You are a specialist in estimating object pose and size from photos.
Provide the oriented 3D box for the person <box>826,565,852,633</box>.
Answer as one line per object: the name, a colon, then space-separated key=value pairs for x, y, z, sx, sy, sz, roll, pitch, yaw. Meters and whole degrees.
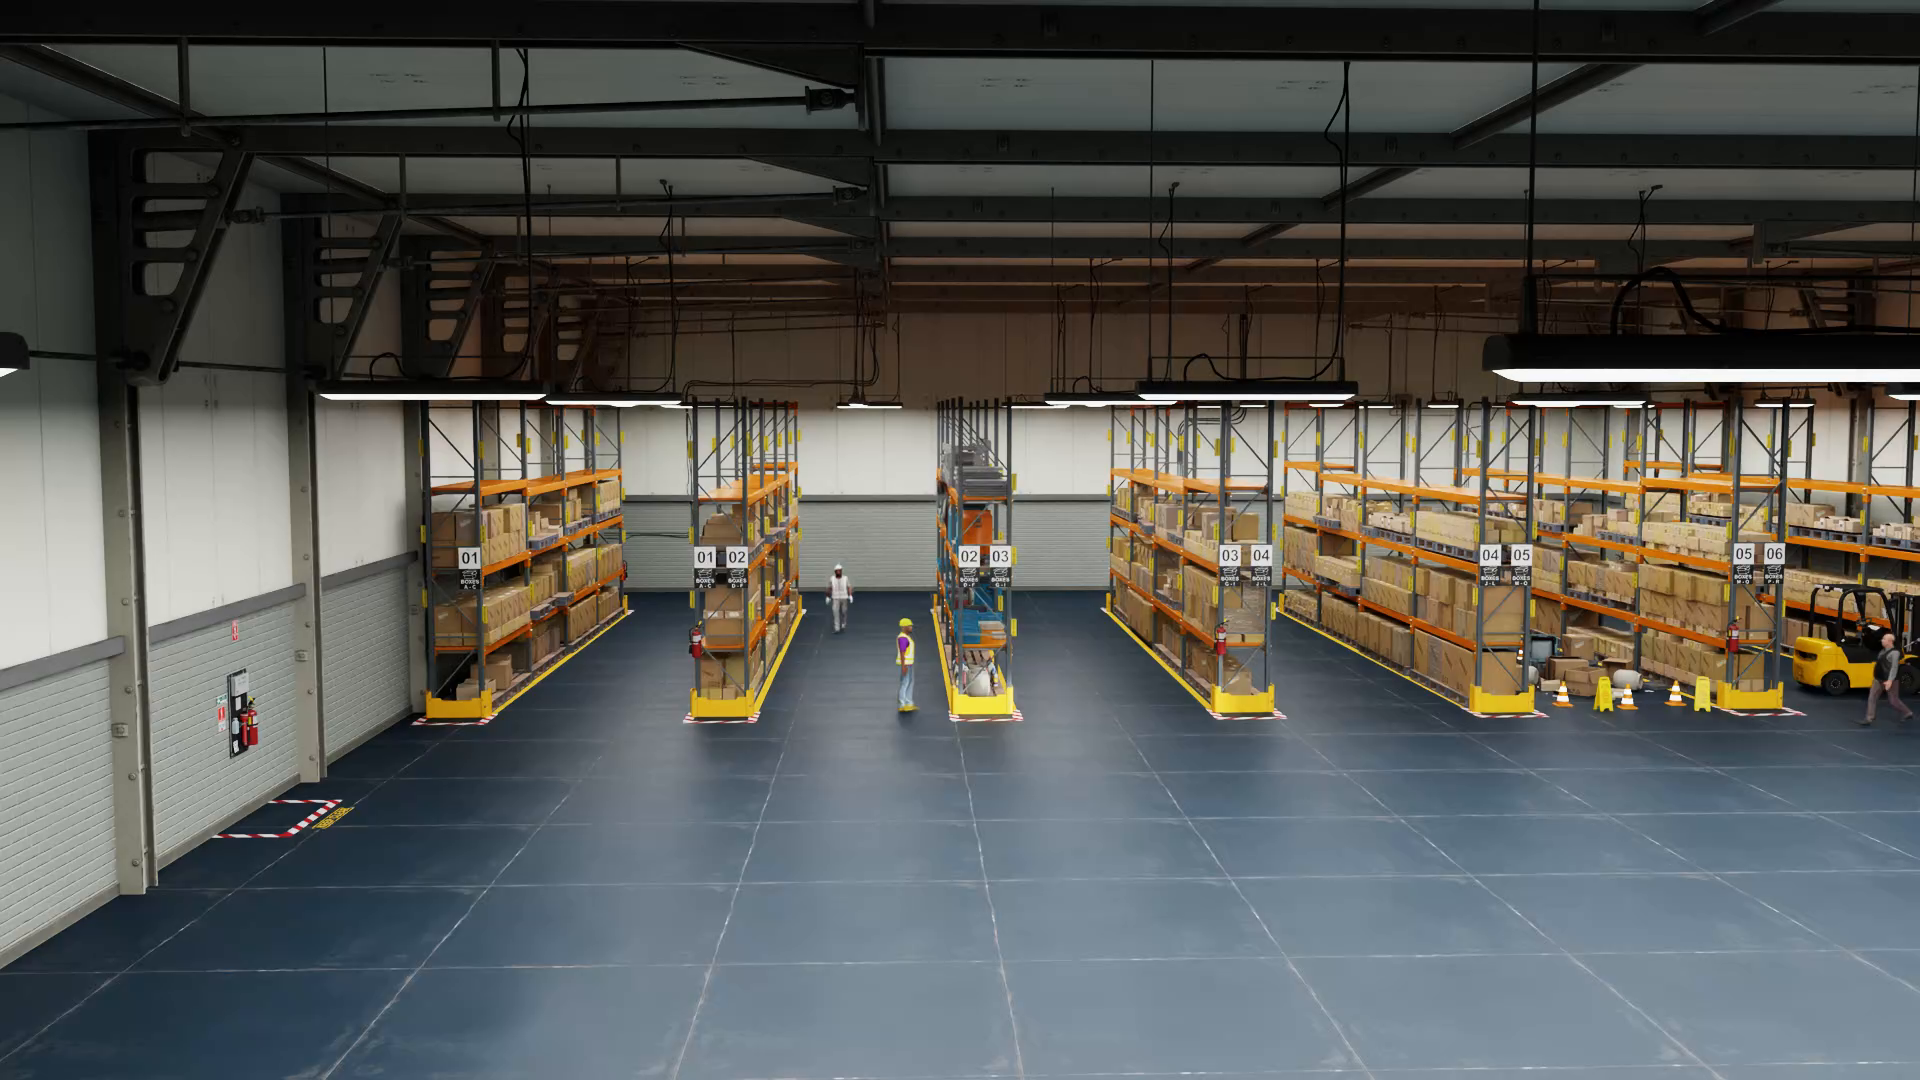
person: x=-3.143 y=1.522 z=43.197 sx=0.687 sy=1.736 sz=1.092 roll=0 pitch=4 yaw=-6

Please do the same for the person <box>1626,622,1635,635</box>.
person: x=17.282 y=1.589 z=42.739 sx=0.400 sy=1.693 sz=0.511 roll=2 pitch=5 yaw=20

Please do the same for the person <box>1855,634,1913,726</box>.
person: x=16.848 y=2.551 z=30.193 sx=0.983 sy=1.696 sz=0.510 roll=-1 pitch=5 yaw=-18

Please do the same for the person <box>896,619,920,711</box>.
person: x=-0.997 y=2.404 z=31.795 sx=0.442 sy=1.797 sz=0.623 roll=0 pitch=4 yaw=6
